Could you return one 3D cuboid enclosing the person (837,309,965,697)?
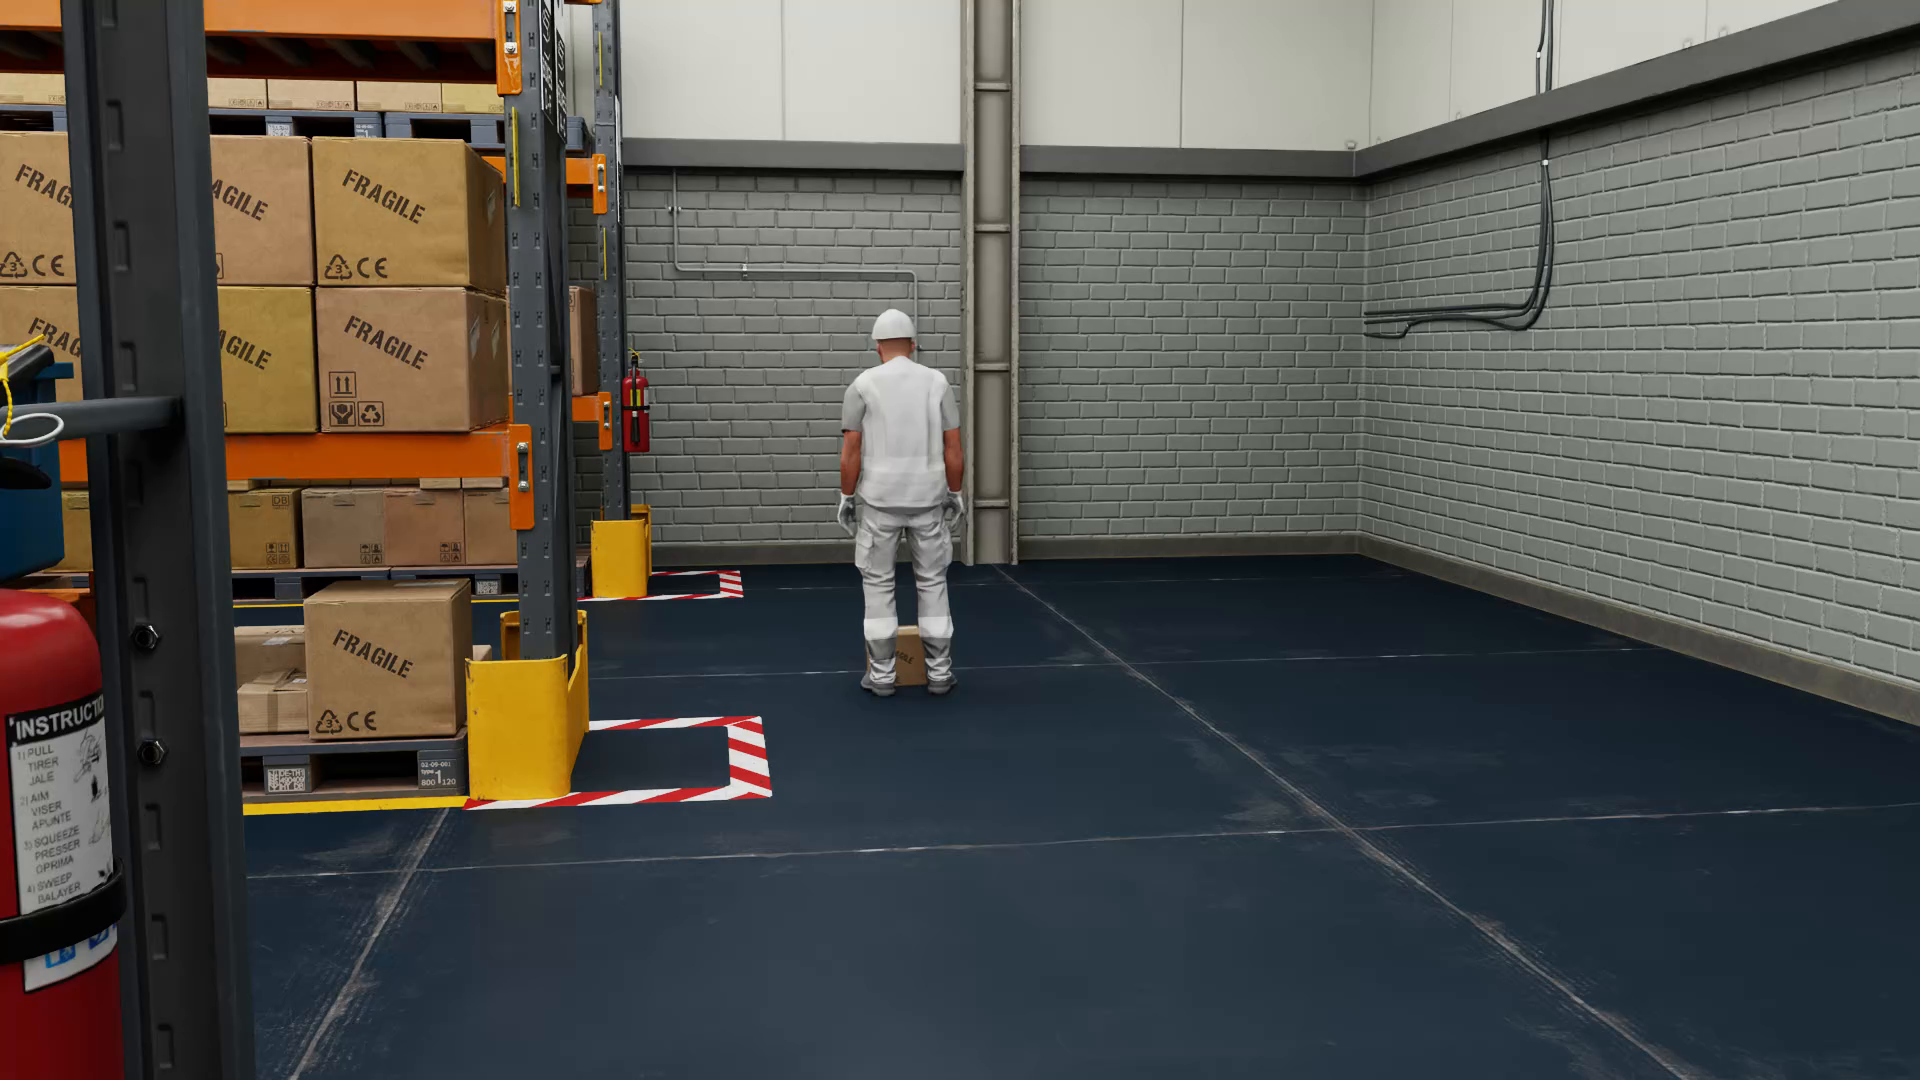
[{"bbox_3d":[-0.271,-0.173,7.704,0.601,1.775,0.452,-1,7,-11],"label":"person"}]
